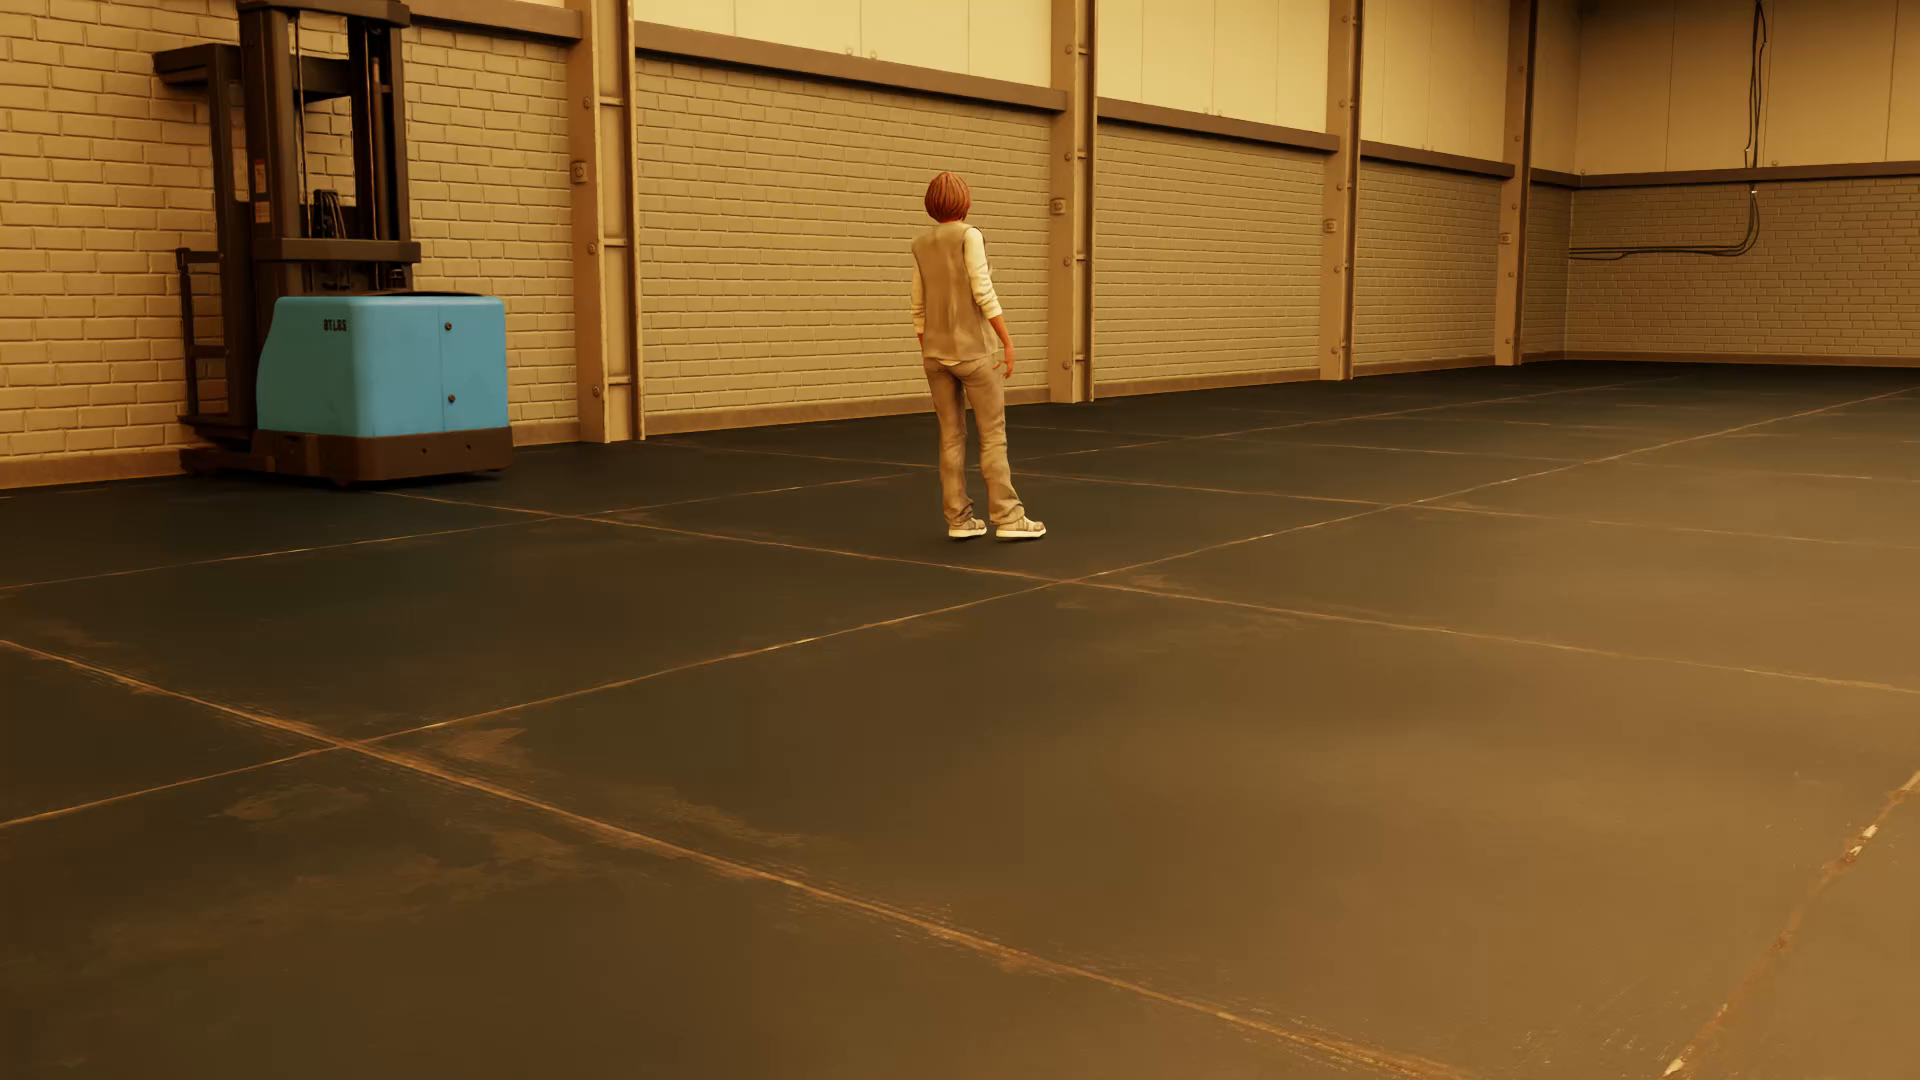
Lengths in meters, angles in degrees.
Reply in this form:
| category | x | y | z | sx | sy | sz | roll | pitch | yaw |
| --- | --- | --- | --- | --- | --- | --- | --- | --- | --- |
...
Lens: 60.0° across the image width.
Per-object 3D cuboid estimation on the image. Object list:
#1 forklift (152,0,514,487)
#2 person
| category | x | y | z | sx | sy | sz | roll | pitch | yaw |
| --- | --- | --- | --- | --- | --- | --- | --- | --- | --- |
| forklift | -4.139 | -1.886 | 10.167 | 3.031 | 2.935 | 1.130 | 6 | 10 | 36 |
| person | 0.058 | -0.805 | 7.337 | 0.520 | 1.599 | 0.473 | 7 | 11 | 38 |
